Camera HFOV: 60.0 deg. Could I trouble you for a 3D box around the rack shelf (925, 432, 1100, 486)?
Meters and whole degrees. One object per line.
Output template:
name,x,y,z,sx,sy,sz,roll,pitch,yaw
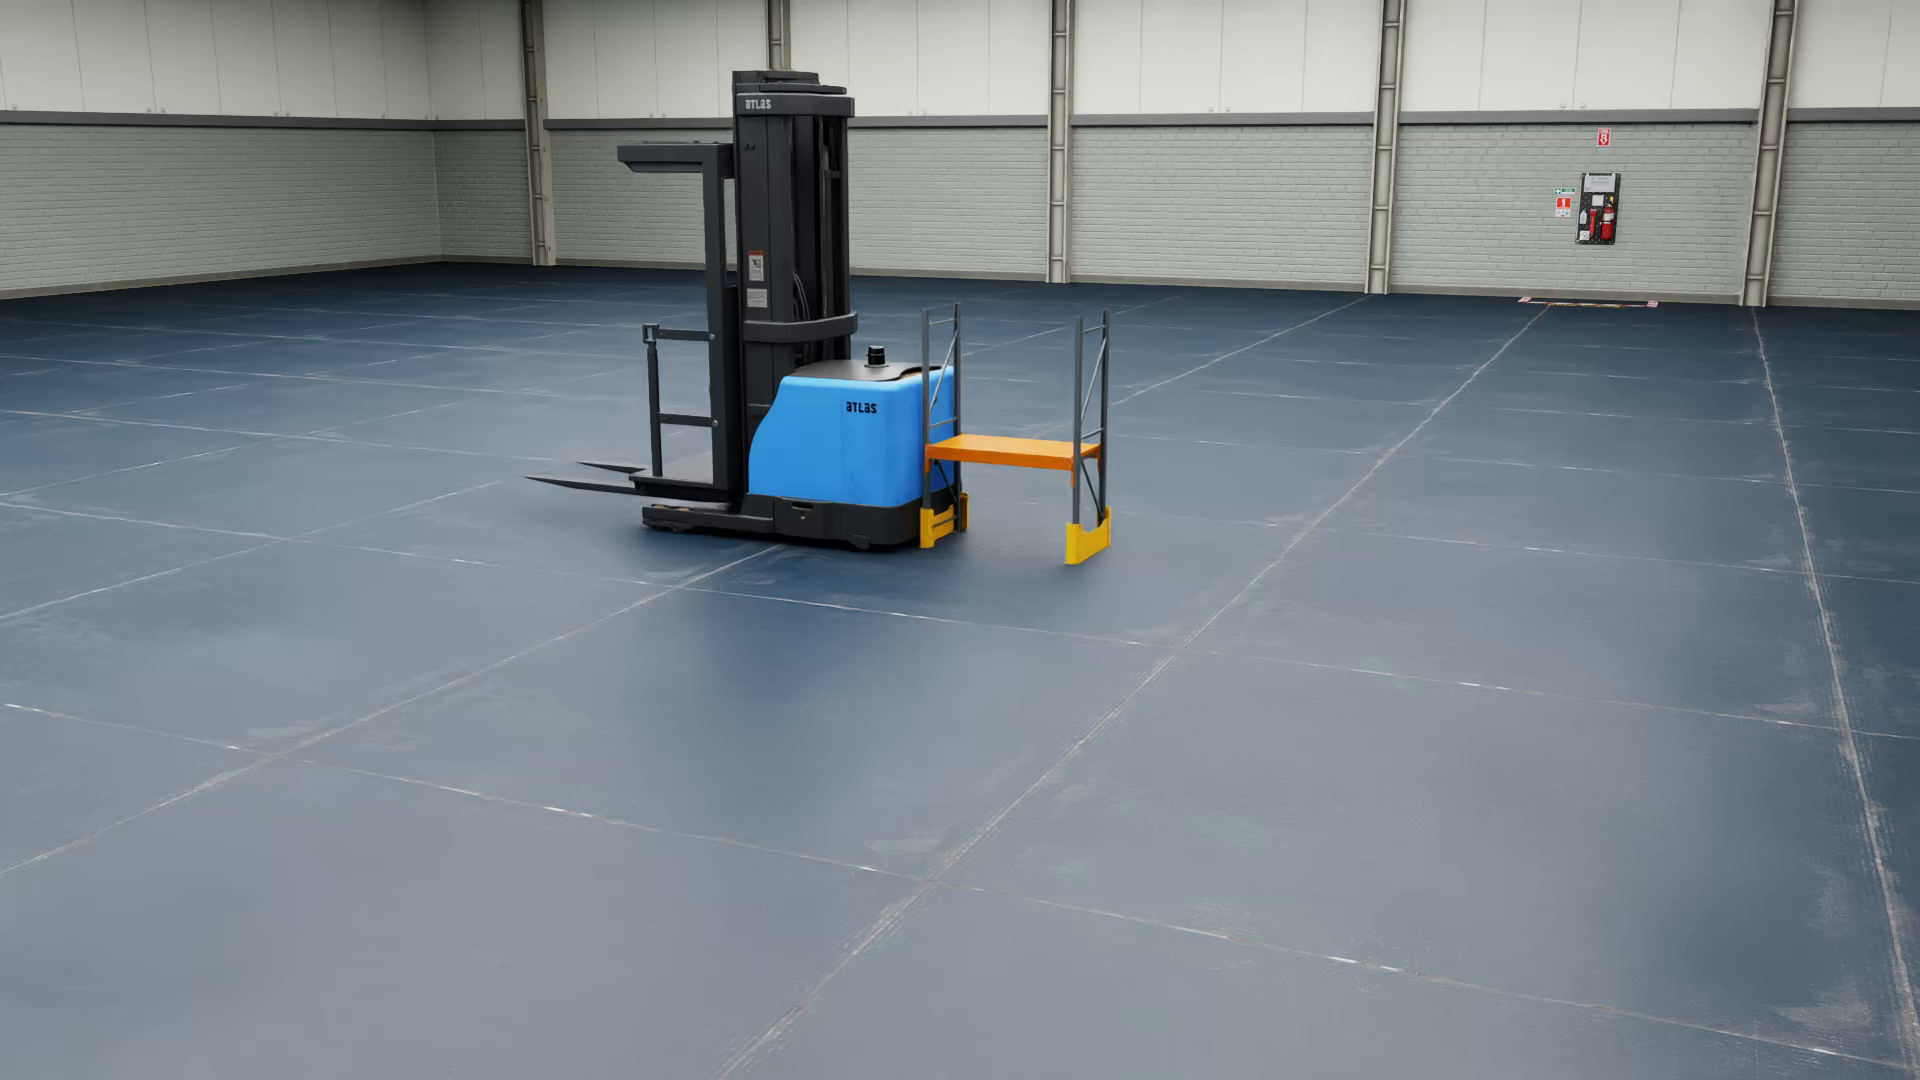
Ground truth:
rack shelf,0.344,-0.517,10.462,1.000,0.185,0.538,6,15,25

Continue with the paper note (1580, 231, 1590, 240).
paper note,10.470,-5.105,27.872,0.142,0.148,0.016,6,14,23

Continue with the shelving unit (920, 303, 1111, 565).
shelving unit,0.352,-0.691,10.417,1.083,1.500,0.587,6,15,25

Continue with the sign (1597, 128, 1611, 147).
sign,10.637,-6.653,27.467,0.199,0.298,0.001,6,14,23

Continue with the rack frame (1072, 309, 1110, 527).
rack frame,0.803,-0.642,10.209,0.032,1.500,0.500,6,15,25

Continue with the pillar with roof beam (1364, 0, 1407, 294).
pillar with roof beam,5.619,-7.843,24.480,0.400,9.000,9.100,6,14,23

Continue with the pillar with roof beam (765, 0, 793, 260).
pillar with roof beam,-5.353,-8.953,29.212,0.400,9.000,9.100,6,14,23

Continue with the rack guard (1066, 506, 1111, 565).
rack guard,0.802,-0.034,10.352,0.087,0.250,0.587,6,15,25

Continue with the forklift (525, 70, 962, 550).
forklift,-1.544,-1.574,11.046,3.031,2.935,1.130,6,15,25

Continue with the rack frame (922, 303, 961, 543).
rack frame,-0.116,-0.742,10.632,0.032,1.500,0.500,6,15,25

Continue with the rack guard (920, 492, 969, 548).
rack guard,-0.098,-0.131,10.767,0.087,0.250,0.587,6,15,25

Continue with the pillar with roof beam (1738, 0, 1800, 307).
pillar with roof beam,11.105,-7.288,22.114,0.400,9.000,9.100,6,14,23

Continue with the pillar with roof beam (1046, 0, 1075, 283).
pillar with roof beam,0.133,-8.398,26.846,0.400,9.000,9.100,6,14,23

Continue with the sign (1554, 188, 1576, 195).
sign,10.141,-5.849,27.875,0.331,0.109,0.001,6,14,23

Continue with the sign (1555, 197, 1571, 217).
sign,10.140,-5.593,27.946,0.234,0.329,0.001,6,14,23

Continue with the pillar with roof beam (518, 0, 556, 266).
pillar with roof beam,-10.839,-9.508,31.578,0.400,9.000,9.100,6,14,23

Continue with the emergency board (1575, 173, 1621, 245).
emergency board,10.604,-5.503,27.640,0.643,1.169,0.194,6,14,23
